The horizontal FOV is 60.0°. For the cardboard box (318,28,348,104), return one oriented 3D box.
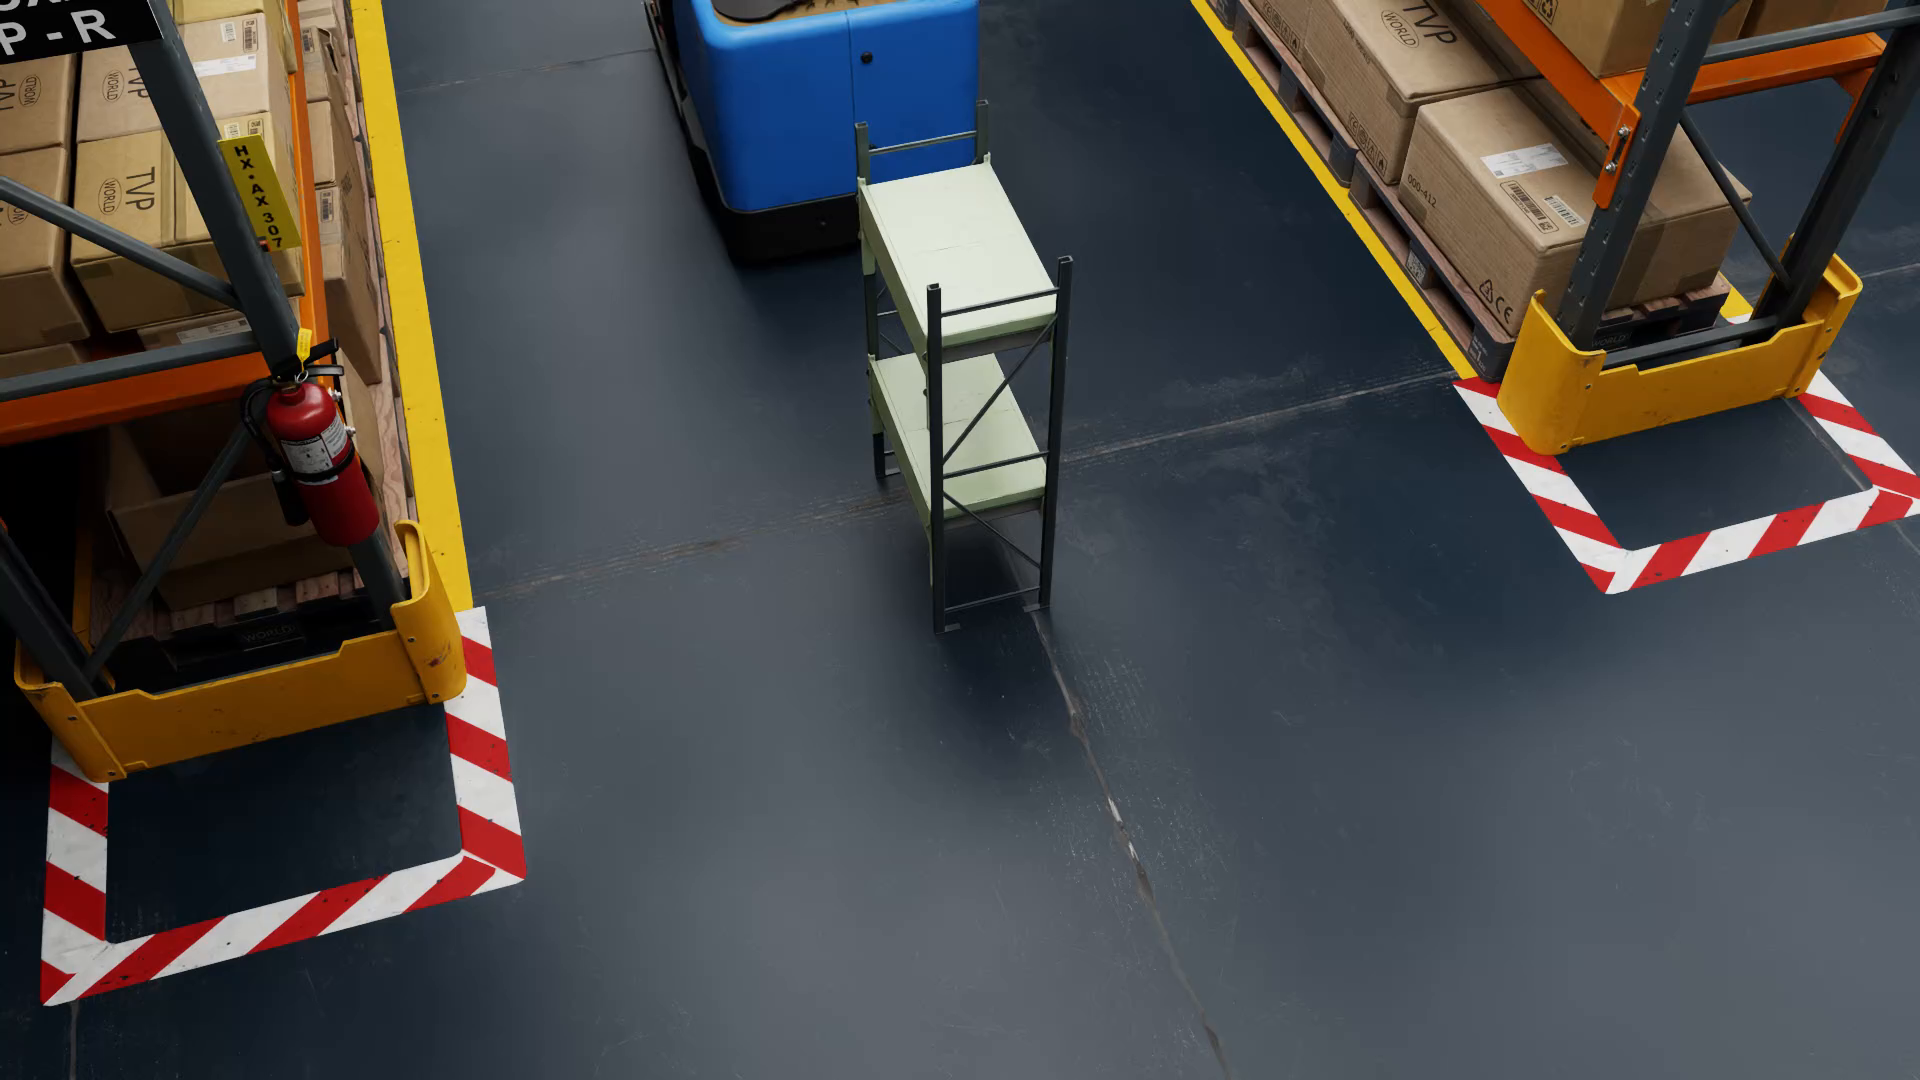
[{"bbox_3d":[-2.793,-1.982,6.973,0.396,0.266,0.258,-12,51,-10],"label":"cardboard box"}]

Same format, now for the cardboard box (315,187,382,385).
[{"bbox_3d":[-2.467,-0.839,5.855,0.700,0.500,0.500,-11,51,-9],"label":"cardboard box"}]

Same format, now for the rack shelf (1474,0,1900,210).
[{"bbox_3d":[1.988,-2.762,6.587,1.077,0.370,4.000,-13,51,-11],"label":"rack shelf"}]

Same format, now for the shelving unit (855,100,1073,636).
[{"bbox_3d":[-0.002,-0.488,5.181,0.431,1.500,0.755,-13,51,-11],"label":"shelving unit"}]

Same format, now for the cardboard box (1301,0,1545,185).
[{"bbox_3d":[2.010,-1.968,6.848,0.875,0.438,0.875,-12,51,-10],"label":"cardboard box"}]

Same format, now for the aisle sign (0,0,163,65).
[{"bbox_3d":[-1.860,-1.262,3.152,0.394,0.787,0.004,-13,51,-11],"label":"aisle sign"}]

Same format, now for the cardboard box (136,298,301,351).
[{"bbox_3d":[-1.996,-0.629,4.483,0.380,0.149,0.250,-14,51,-11],"label":"cardboard box"}]

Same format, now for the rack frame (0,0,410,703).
[{"bbox_3d":[-2.161,-0.408,4.132,1.000,3.000,0.127,-13,51,-11],"label":"rack frame"}]

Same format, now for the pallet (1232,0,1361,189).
[{"bbox_3d":[1.911,-2.090,7.374,1.003,0.211,1.213,-13,51,-11],"label":"pallet"}]

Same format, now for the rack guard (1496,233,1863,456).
[{"bbox_3d":[2.587,-0.709,6.021,1.175,0.500,0.348,-13,51,-11],"label":"rack guard"}]

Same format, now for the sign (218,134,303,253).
[{"bbox_3d":[-1.643,-0.810,3.904,0.100,0.325,0.005,-13,51,-11],"label":"sign"}]

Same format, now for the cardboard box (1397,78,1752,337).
[{"bbox_3d":[2.289,-1.302,6.287,0.875,0.438,0.875,-15,51,-12],"label":"cardboard box"}]

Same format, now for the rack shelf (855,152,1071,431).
[{"bbox_3d":[-0.002,-0.740,4.882,0.431,0.370,0.720,-13,51,-11],"label":"rack shelf"}]

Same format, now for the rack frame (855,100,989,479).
[{"bbox_3d":[-0.110,-0.756,5.406,0.400,1.500,0.023,-13,51,-11],"label":"rack frame"}]

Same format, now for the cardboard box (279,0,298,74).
[{"bbox_3d":[-2.329,-1.581,5.285,0.380,0.149,0.250,-15,51,-12],"label":"cardboard box"}]

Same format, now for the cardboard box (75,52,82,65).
[{"bbox_3d":[-2.844,-1.471,4.932,0.500,0.250,0.500,-12,51,-10],"label":"cardboard box"}]

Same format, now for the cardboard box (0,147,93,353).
[{"bbox_3d":[-2.550,-0.731,4.308,0.500,0.250,0.500,-12,51,-10],"label":"cardboard box"}]

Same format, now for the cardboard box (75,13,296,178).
[{"bbox_3d":[-2.187,-1.216,4.717,0.500,0.250,0.500,-13,51,-11],"label":"cardboard box"}]

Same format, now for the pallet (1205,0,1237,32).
[{"bbox_3d":[1.547,-2.982,8.126,1.003,0.211,1.213,-13,51,-11],"label":"pallet"}]

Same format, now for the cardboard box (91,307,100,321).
[{"bbox_3d":[-2.532,-0.707,4.549,0.380,0.149,0.250,-12,51,-10],"label":"cardboard box"}]

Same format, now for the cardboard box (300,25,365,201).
[{"bbox_3d":[-2.774,-1.597,6.495,0.700,0.500,0.500,-15,52,-12],"label":"cardboard box"}]

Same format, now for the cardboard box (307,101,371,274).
[{"bbox_3d":[-2.528,-1.247,6.200,0.500,0.500,0.500,-12,51,-10],"label":"cardboard box"}]

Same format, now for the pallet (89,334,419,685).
[{"bbox_3d":[-2.420,-0.146,5.736,1.003,0.211,1.213,-13,51,-11],"label":"pallet"}]

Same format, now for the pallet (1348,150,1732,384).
[{"bbox_3d":[2.269,-1.200,6.624,1.003,0.211,1.213,-13,51,-11],"label":"pallet"}]

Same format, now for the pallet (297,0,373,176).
[{"bbox_3d":[-3.142,-1.929,7.238,1.003,0.211,1.213,-13,51,-11],"label":"pallet"}]

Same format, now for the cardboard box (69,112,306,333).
[{"bbox_3d":[-2.038,-0.848,4.406,0.500,0.250,0.500,-13,51,-11],"label":"cardboard box"}]

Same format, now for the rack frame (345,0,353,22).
[{"bbox_3d":[-3.344,-3.329,6.595,1.000,3.000,0.127,-13,51,-11],"label":"rack frame"}]

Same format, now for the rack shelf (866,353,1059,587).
[{"bbox_3d":[-0.002,-0.278,5.430,0.431,0.370,0.720,-13,51,-11],"label":"rack shelf"}]

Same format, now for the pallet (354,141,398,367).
[{"bbox_3d":[-2.777,-1.036,6.485,1.003,0.211,1.213,-13,51,-11],"label":"pallet"}]

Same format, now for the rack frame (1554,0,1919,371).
[{"bbox_3d":[2.580,-1.533,5.080,1.000,3.000,0.127,-13,51,-11],"label":"rack frame"}]

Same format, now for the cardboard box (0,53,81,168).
[{"bbox_3d":[-2.702,-1.108,4.626,0.500,0.250,0.500,-13,51,-11],"label":"cardboard box"}]

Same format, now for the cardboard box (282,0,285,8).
[{"bbox_3d":[-2.427,-1.769,5.443,0.380,0.149,0.250,-12,51,-10],"label":"cardboard box"}]

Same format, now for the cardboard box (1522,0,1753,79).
[{"bbox_3d":[2.184,-1.857,5.289,0.500,0.500,0.500,-13,51,-11],"label":"cardboard box"}]

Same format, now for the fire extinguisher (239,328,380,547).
[{"bbox_3d":[-1.676,-0.260,4.301,0.296,0.674,0.183,-13,51,-11],"label":"fire extinguisher"}]

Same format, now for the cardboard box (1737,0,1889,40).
[{"bbox_3d":[2.712,-1.980,5.392,0.500,0.500,0.500,-14,51,-11],"label":"cardboard box"}]

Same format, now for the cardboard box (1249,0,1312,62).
[{"bbox_3d":[1.745,-2.627,7.404,0.875,0.438,0.875,-15,51,-12],"label":"cardboard box"}]

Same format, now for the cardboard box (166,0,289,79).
[{"bbox_3d":[-2.340,-1.585,5.028,0.500,0.250,0.500,-14,51,-12],"label":"cardboard box"}]

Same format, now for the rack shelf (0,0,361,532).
[{"bbox_3d":[-2.752,-1.637,5.638,1.077,0.370,4.000,-13,51,-11],"label":"rack shelf"}]

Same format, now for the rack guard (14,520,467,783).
[{"bbox_3d":[-2.183,0.342,5.134,1.175,0.500,0.348,-13,51,-11],"label":"rack guard"}]

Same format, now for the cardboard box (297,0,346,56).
[{"bbox_3d":[-2.898,-2.205,7.237,0.380,0.149,0.250,-15,51,-12],"label":"cardboard box"}]

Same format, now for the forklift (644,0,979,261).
[{"bbox_3d":[-0.821,-3.206,6.535,1.130,2.935,3.031,-13,51,-11],"label":"forklift"}]

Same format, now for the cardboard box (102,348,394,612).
[{"bbox_3d":[-2.251,-0.207,5.320,0.797,0.503,0.637,-15,52,-12],"label":"cardboard box"}]

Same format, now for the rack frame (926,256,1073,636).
[{"bbox_3d":[0.106,-0.221,4.955,0.400,1.500,0.023,-13,51,-11],"label":"rack frame"}]

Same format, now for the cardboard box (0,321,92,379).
[{"bbox_3d":[-2.515,-0.508,4.381,0.380,0.149,0.250,-14,51,-11],"label":"cardboard box"}]
